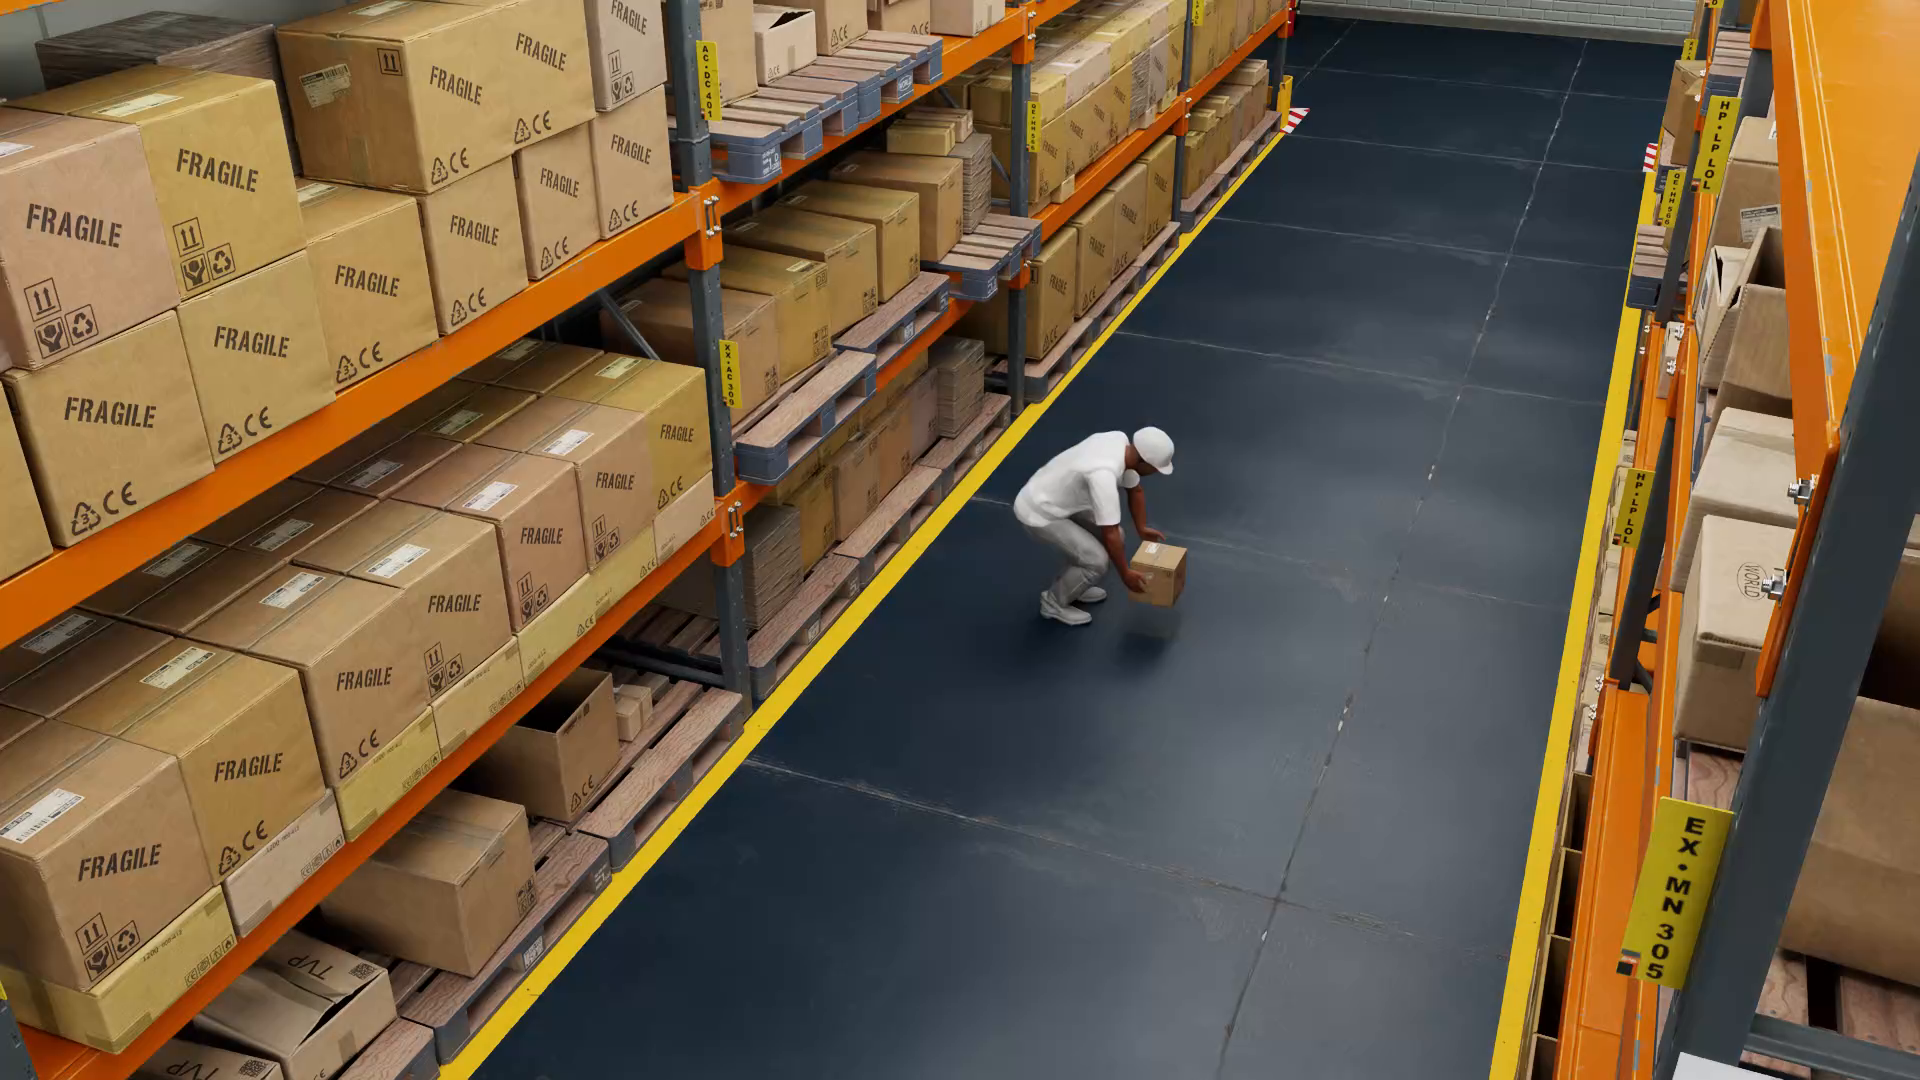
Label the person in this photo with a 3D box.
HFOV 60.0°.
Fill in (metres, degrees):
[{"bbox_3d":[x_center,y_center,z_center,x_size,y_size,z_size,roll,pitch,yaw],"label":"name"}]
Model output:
[{"bbox_3d":[0.740,-0.134,9.210,0.846,1.181,0.616,11,31,19],"label":"person"}]
